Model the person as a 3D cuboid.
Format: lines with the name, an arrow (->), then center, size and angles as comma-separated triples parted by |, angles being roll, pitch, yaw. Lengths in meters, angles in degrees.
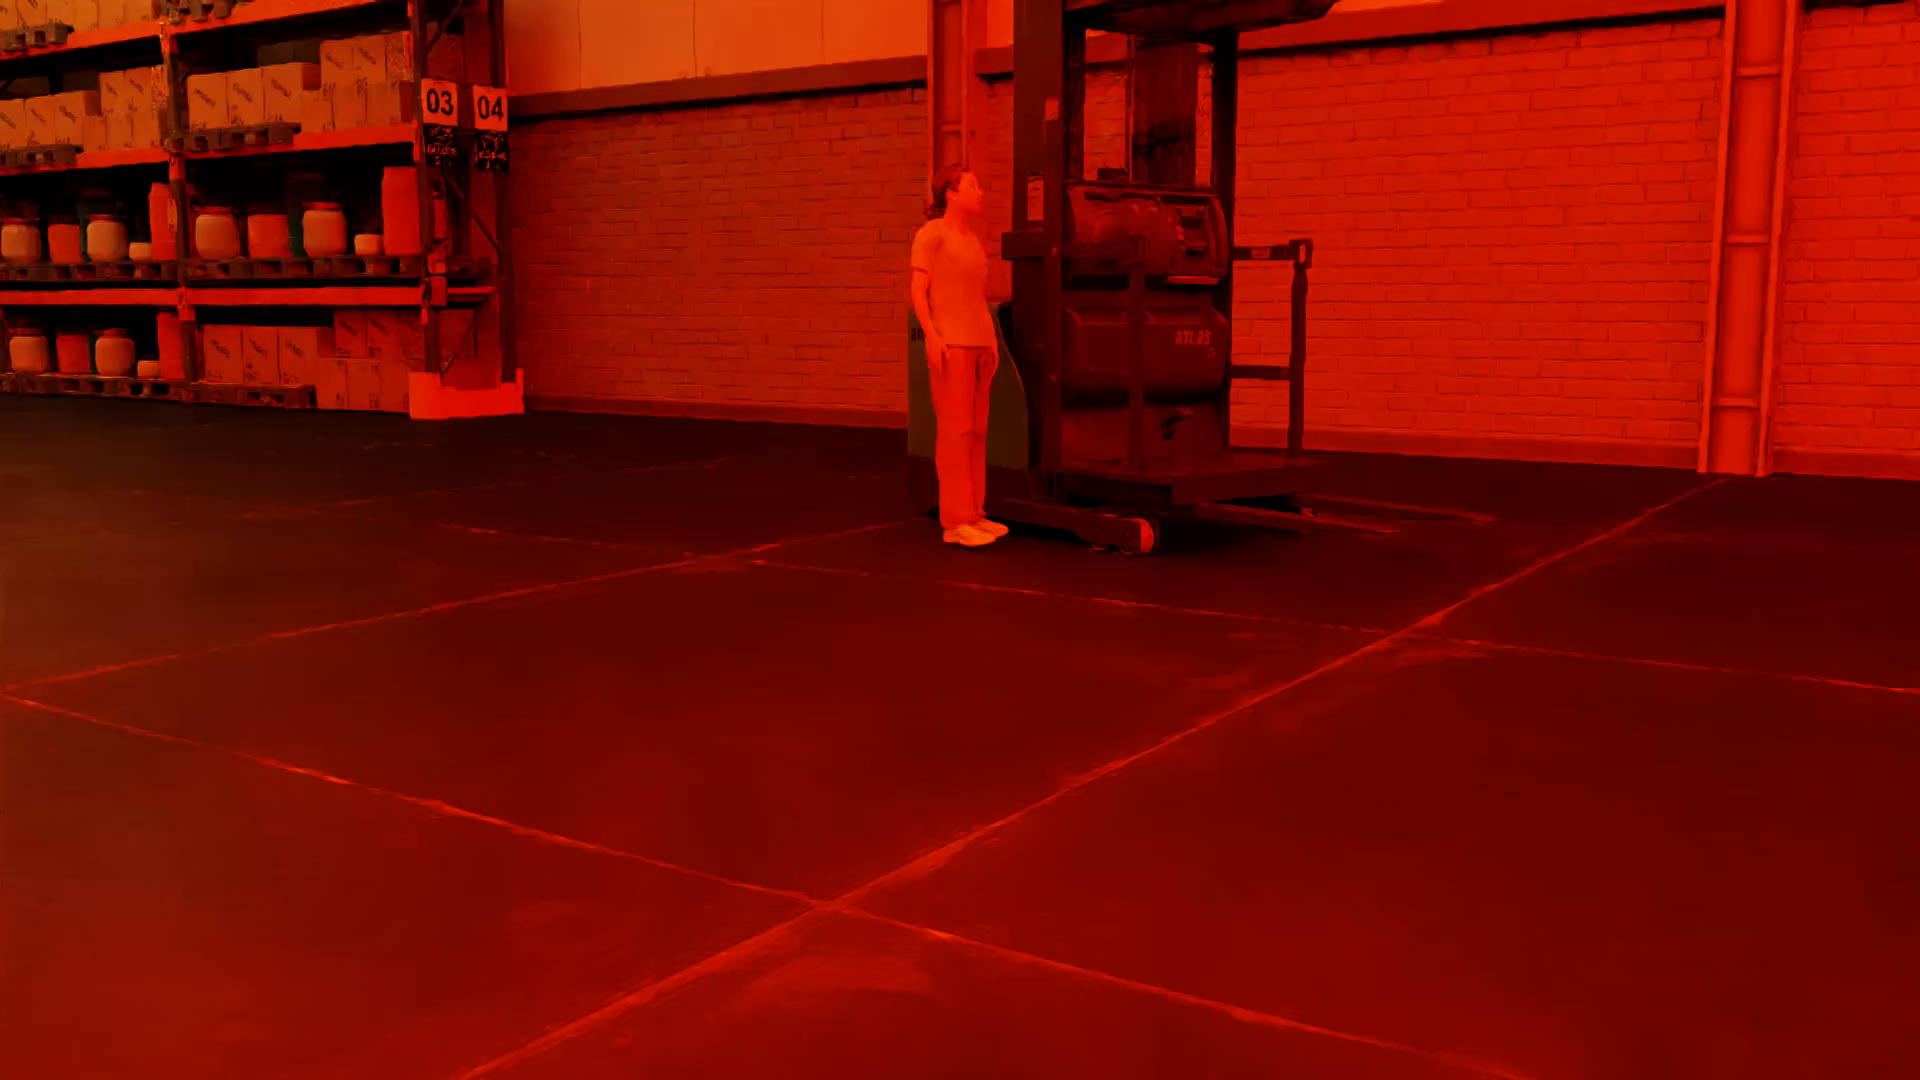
person -> 0.056, -0.842, 7.433 | 0.545, 1.673, 0.554 | 5, 10, 34

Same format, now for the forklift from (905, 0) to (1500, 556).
forklift -> 0.991, -1.459, 7.452 | 1.130, 2.935, 3.031 | -6, 10, -36
